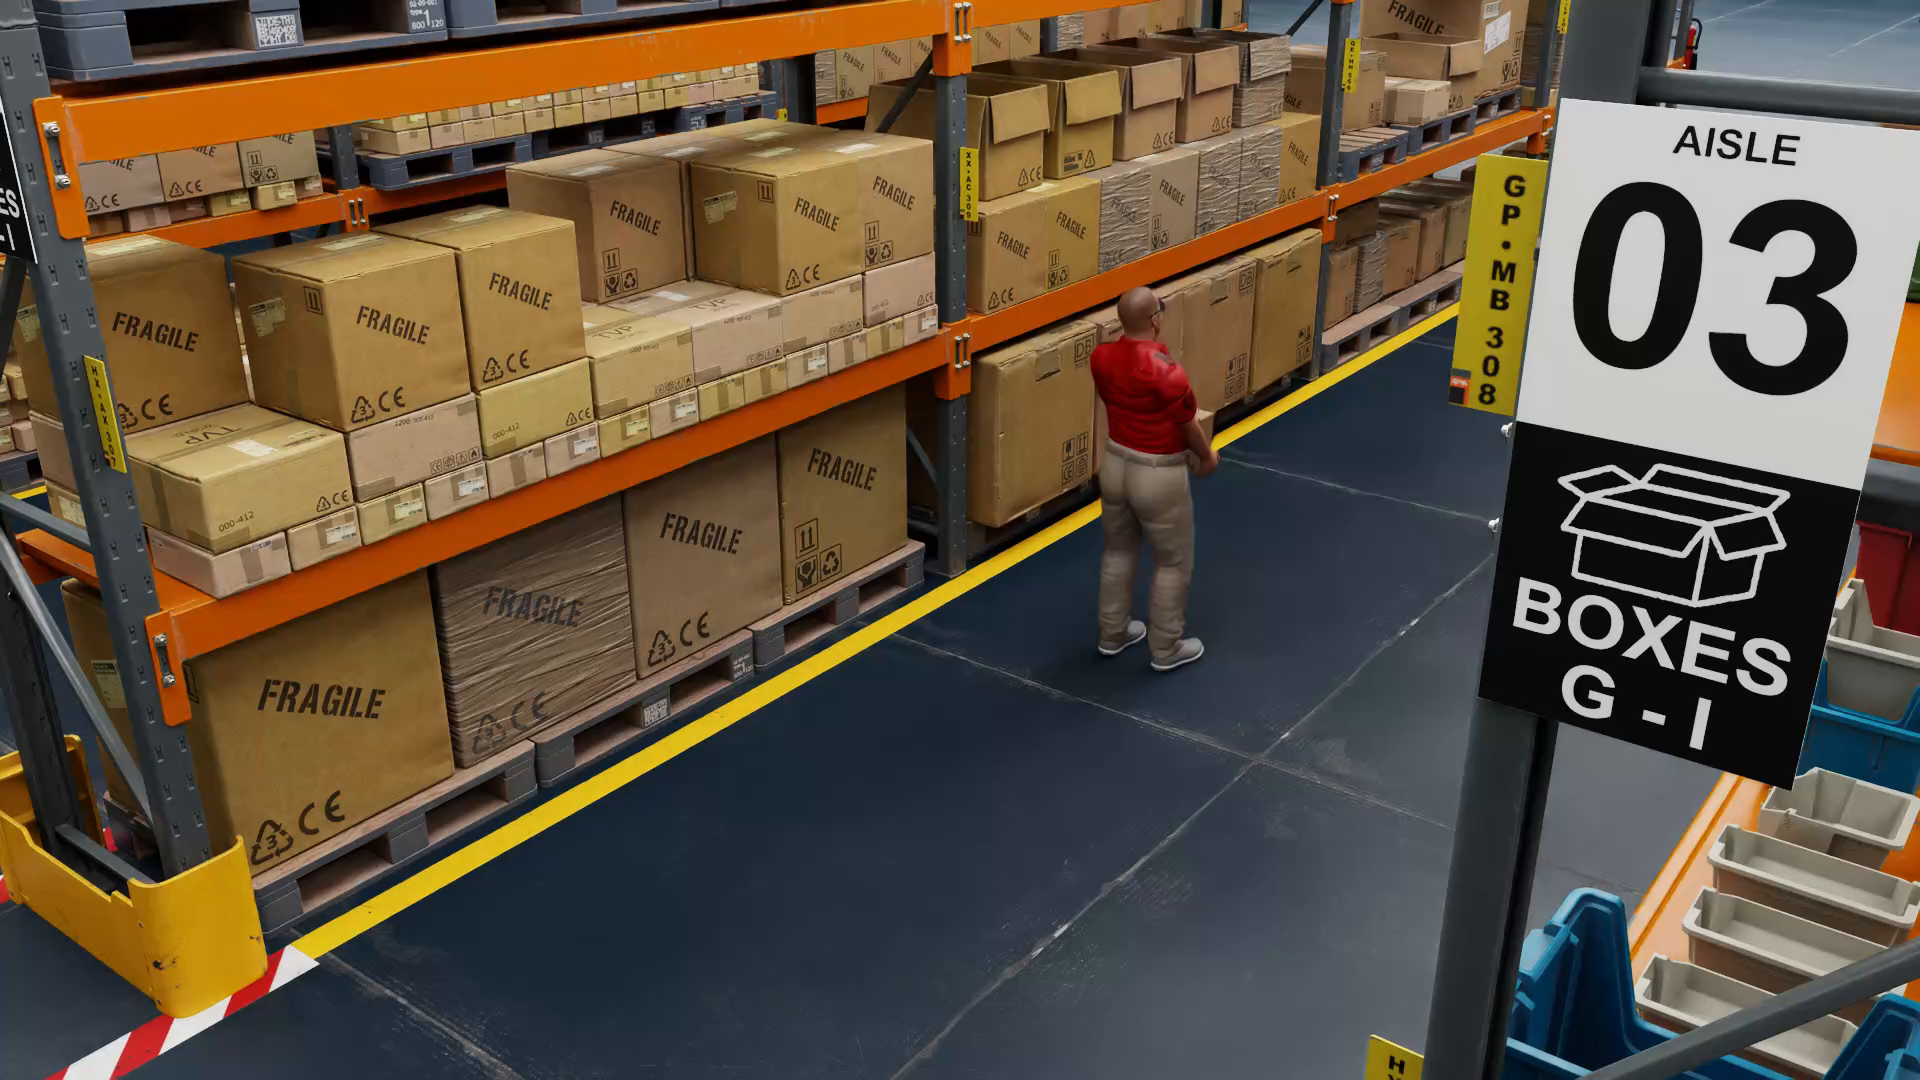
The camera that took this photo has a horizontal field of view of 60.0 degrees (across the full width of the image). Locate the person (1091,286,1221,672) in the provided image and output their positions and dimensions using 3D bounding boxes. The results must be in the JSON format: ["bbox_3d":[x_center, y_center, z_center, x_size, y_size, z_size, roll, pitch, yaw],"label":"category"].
[{"bbox_3d":[0.860,-0.286,7.279,0.521,1.726,0.505,-20,30,-38],"label":"person"}]
